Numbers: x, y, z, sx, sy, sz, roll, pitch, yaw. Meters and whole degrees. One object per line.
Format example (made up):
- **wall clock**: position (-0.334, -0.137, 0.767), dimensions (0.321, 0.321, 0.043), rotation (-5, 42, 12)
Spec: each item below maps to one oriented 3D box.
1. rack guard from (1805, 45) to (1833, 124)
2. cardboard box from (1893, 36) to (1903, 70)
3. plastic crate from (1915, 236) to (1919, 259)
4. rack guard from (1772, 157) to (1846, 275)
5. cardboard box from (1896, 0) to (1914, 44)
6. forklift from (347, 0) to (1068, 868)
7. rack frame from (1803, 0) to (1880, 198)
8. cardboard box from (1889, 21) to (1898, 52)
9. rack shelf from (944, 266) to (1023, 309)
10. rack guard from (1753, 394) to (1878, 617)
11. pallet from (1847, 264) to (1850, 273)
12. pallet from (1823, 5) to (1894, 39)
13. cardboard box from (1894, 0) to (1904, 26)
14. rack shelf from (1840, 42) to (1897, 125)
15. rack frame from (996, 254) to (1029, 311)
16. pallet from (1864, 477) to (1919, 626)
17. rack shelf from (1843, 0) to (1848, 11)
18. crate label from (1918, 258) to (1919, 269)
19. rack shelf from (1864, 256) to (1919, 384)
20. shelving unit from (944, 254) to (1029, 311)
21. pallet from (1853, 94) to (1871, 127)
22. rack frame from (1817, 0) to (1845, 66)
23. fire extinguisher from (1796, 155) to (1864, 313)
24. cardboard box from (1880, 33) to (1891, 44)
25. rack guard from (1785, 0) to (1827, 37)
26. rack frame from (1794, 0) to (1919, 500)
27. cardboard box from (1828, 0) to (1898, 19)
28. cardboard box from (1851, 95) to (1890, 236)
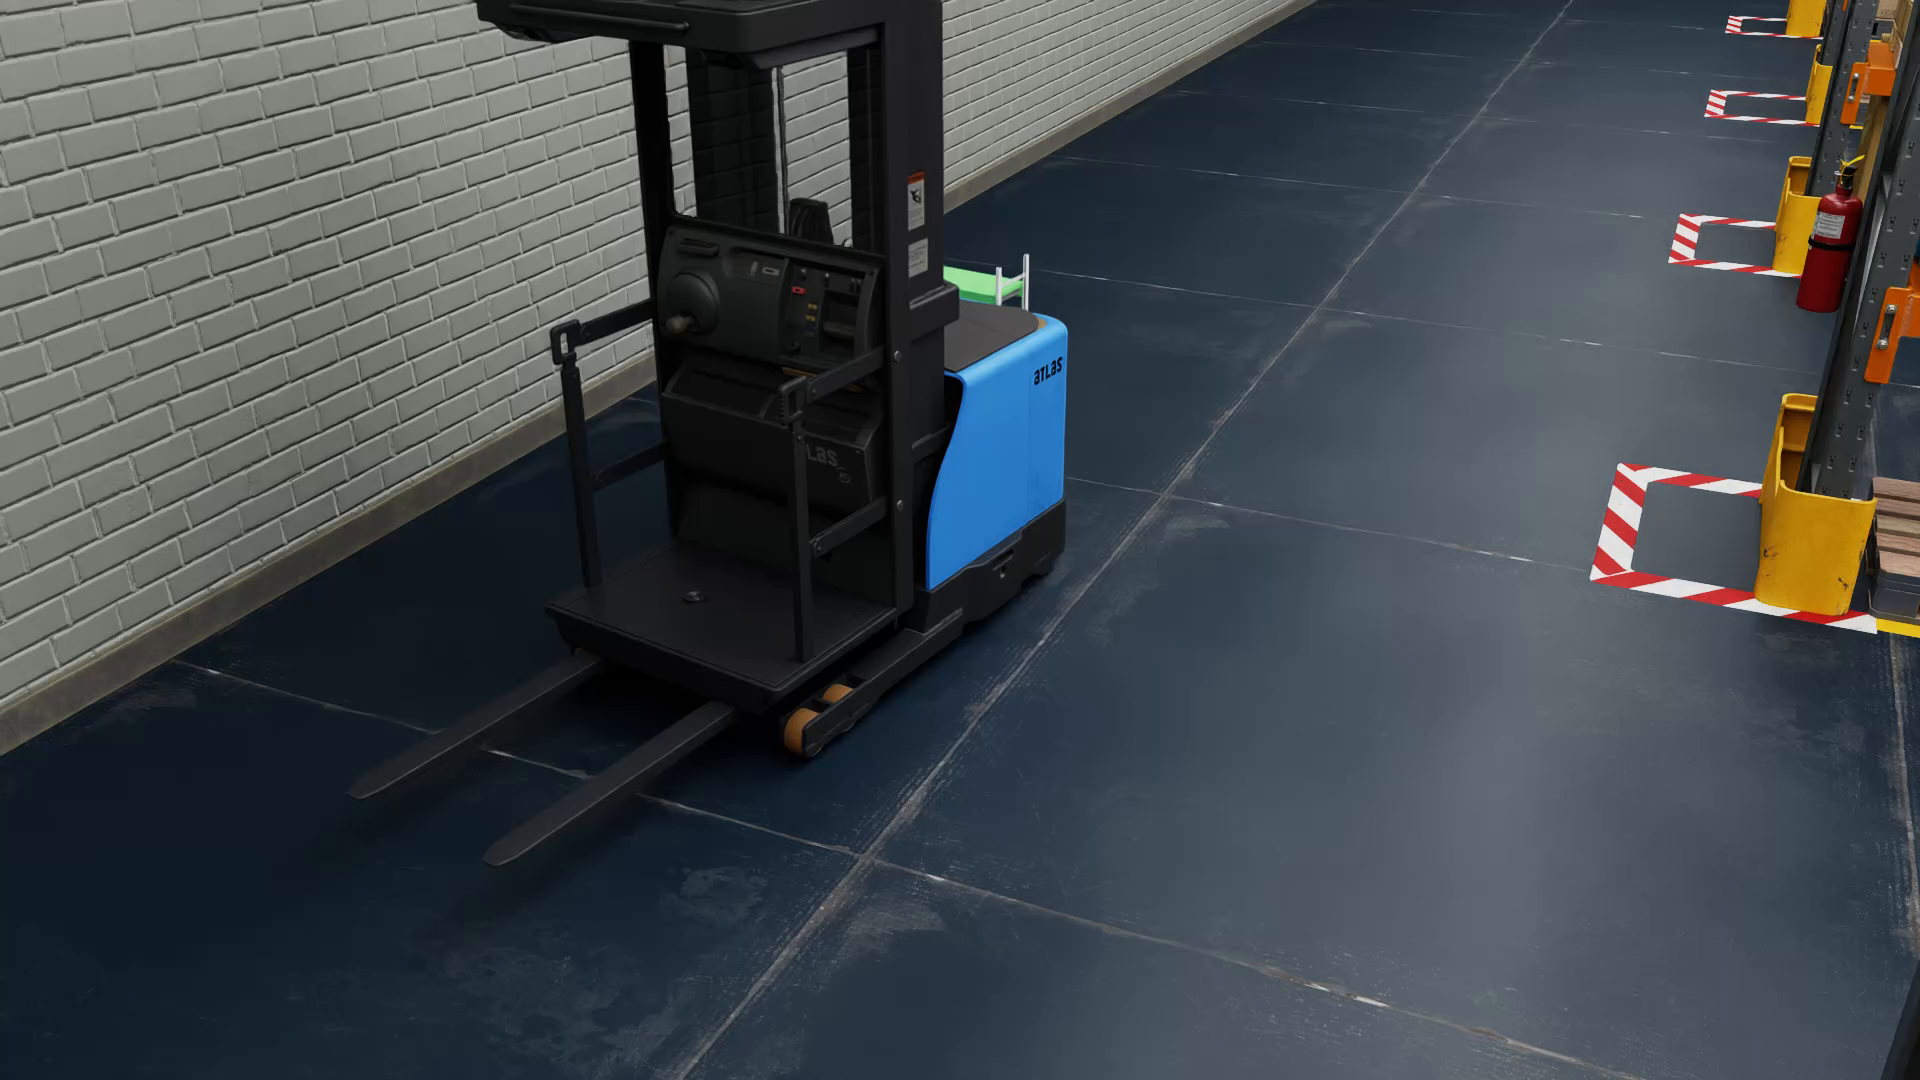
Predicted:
- **rack guard**: position (7.905, -4.129, 15.071), dimensions (0.348, 0.500, 1.175), rotation (11, 28, 22)
- **cardboard box**: position (5.877, -2.978, 10.188), dimensions (0.250, 0.149, 0.380), rotation (12, 29, 22)
- **plastic crate**: position (4.023, -1.354, 6.496), dimensions (0.499, 0.435, 0.616), rotation (11, 28, 22)
- **rack guard**: position (5.669, -2.172, 11.095), dimensions (0.348, 0.500, 1.175), rotation (11, 28, 22)
- **cardboard box**: position (6.016, -3.159, 10.102), dimensions (0.500, 0.250, 0.500), rotation (11, 28, 20)
- **forklift**: position (-0.789, -0.805, 5.568), dimensions (1.130, 2.935, 3.031), rotation (16, 31, 30)
- **rack frame**: position (5.691, -3.289, 10.534), dimensions (0.127, 3.000, 1.000), rotation (11, 28, 22)
- **cardboard box**: position (6.151, -3.243, 10.726), dimensions (0.250, 0.149, 0.380), rotation (12, 29, 23)
- **rack shelf**: position (0.013, -1.047, 7.075), dimensions (0.480, 0.148, 0.258), rotation (16, 30, 29)
- **rack guard**: position (3.613, -0.175, 7.039), dimensions (0.348, 0.500, 1.175), rotation (11, 28, 22)
- **pallet**: position (6.451, -1.923, 10.917), dimensions (1.213, 0.211, 1.003), rotation (11, 28, 22)
- **pallet**: position (10.553, -5.908, 19.010), dimensions (1.213, 0.211, 1.003), rotation (11, 28, 22)
- **cardboard box**: position (6.242, -3.373, 10.538), dimensions (0.500, 0.250, 0.500), rotation (11, 28, 21)
- **rack shelf**: position (7.511, -2.600, 9.950), dimensions (4.000, 0.370, 1.077), rotation (11, 28, 22)
- **rack frame**: position (0.218, -0.614, 7.140), dimensions (0.015, 1.200, 0.240), rotation (16, 30, 29)
- **pallet**: position (4.375, 0.120, 6.767), dimensions (1.213, 0.211, 1.003), rotation (11, 28, 22)
- **rack shelf**: position (9.656, -4.576, 13.963), dimensions (4.000, 0.370, 1.077), rotation (11, 28, 22)
- **crate label**: position (3.729, -1.071, 6.152), dimensions (0.303, 0.233, 0.416), rotation (11, 28, 22)
- **rack shelf**: position (5.461, -0.609, 5.905), dimensions (4.000, 0.370, 1.077), rotation (11, 28, 22)
- **shelving unit**: position (0.013, -0.673, 7.259), dimensions (0.503, 1.200, 0.258), rotation (16, 30, 29)
- **pallet**: position (8.630, -3.837, 14.804), dimensions (1.213, 0.211, 1.003), rotation (11, 28, 22)
- **rack frame**: position (7.836, -5.265, 14.547), dimensions (0.127, 3.000, 1.000), rotation (11, 28, 22)
- **fire extinguisher**: position (3.691, -1.305, 7.015), dimensions (0.183, 0.674, 0.296), rotation (11, 28, 22)
- **cardboard box**: position (8.423, -4.446, 14.963), dimensions (0.250, 0.149, 0.380), rotation (12, 29, 22)
- **rack guard**: position (9.771, -6.156, 19.188), dimensions (0.348, 0.500, 1.175), rotation (11, 28, 22)
- **rack frame**: position (3.640, -1.297, 6.489), dimensions (0.127, 3.000, 1.000), rotation (11, 28, 22)
- **cardboard box**: position (10.435, -6.232, 18.937), dimensions (0.875, 0.438, 0.875), rotation (10, 28, 20)
- **cardboard box**: position (6.306, -2.439, 10.738), dimensions (0.875, 0.875, 0.875), rotation (11, 28, 22)
